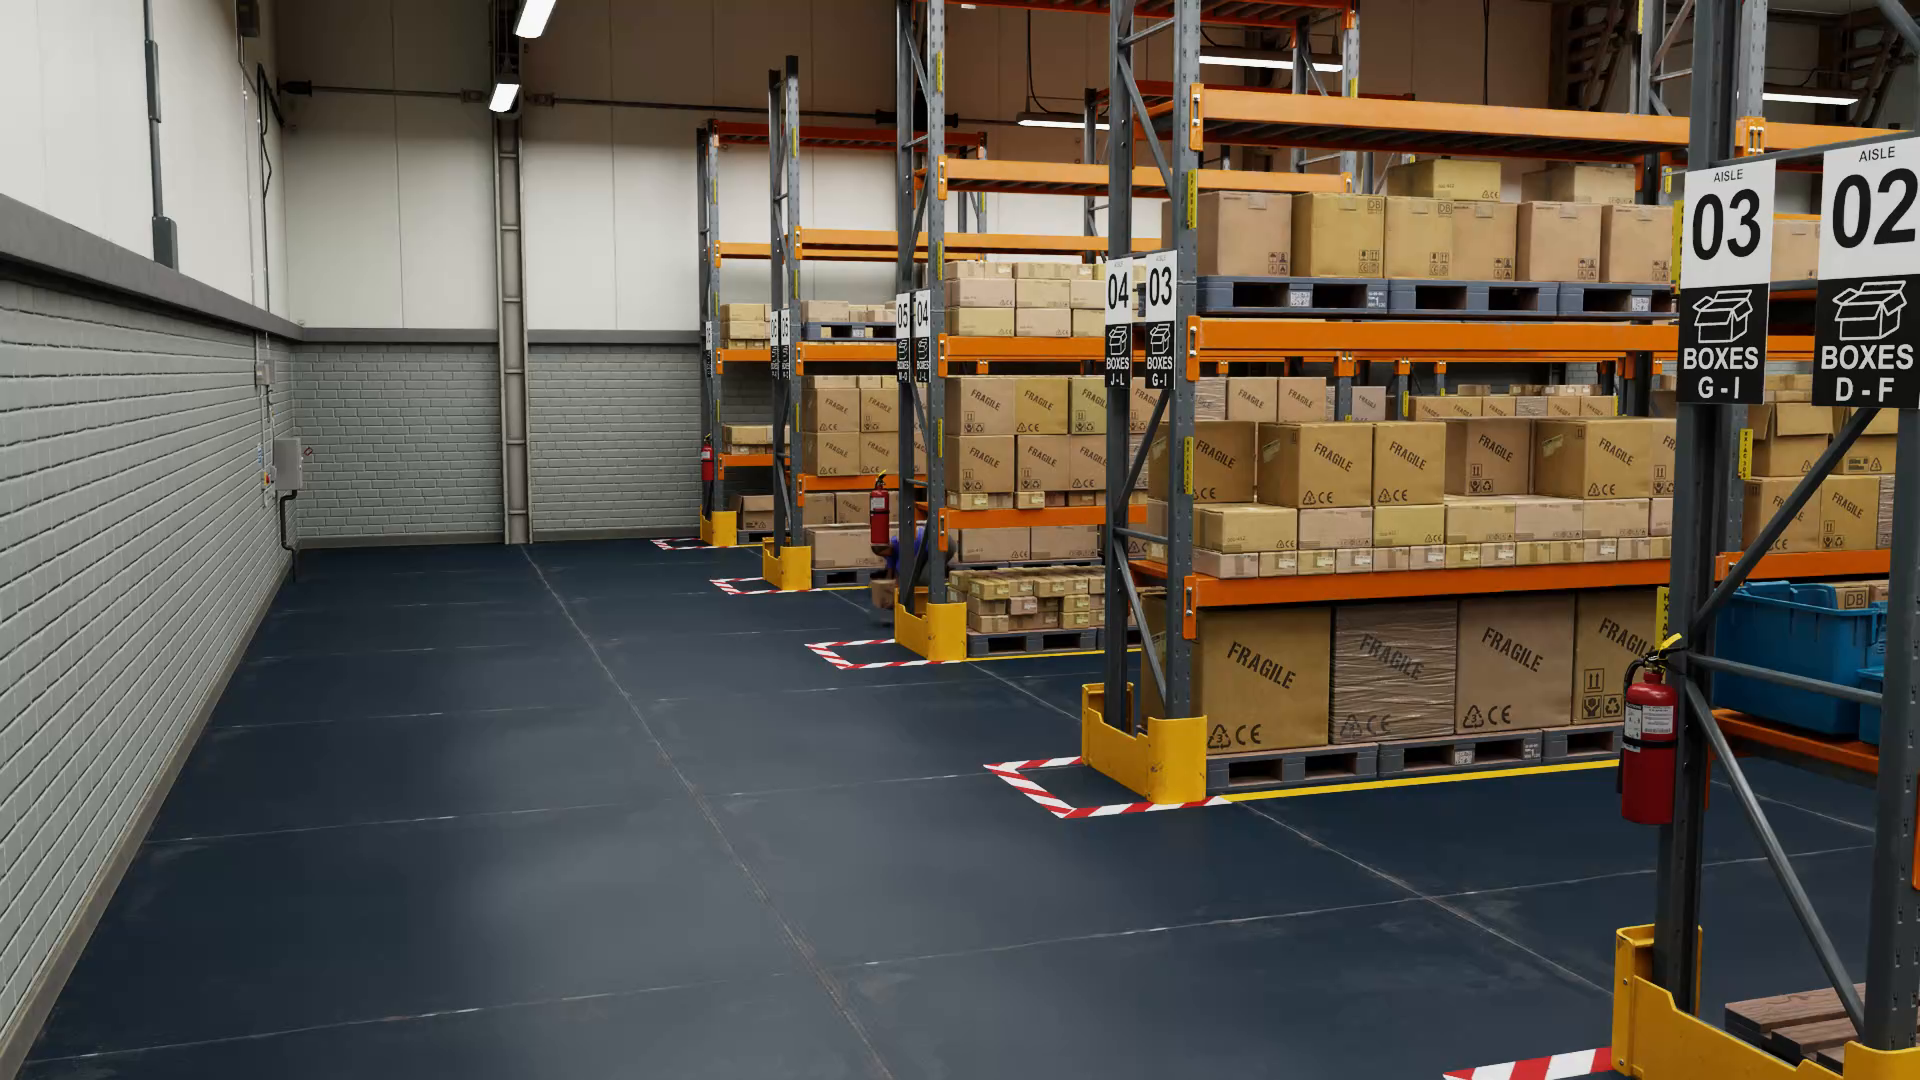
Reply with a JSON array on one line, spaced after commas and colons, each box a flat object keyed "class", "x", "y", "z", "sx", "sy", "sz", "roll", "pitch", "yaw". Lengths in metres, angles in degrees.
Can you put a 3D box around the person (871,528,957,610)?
[{"class": "person", "x": -0.466, "y": 0.360, "z": 16.553, "sx": 0.876, "sy": 0.954, "sz": 0.444, "roll": -2, "pitch": 6, "yaw": -21}]
